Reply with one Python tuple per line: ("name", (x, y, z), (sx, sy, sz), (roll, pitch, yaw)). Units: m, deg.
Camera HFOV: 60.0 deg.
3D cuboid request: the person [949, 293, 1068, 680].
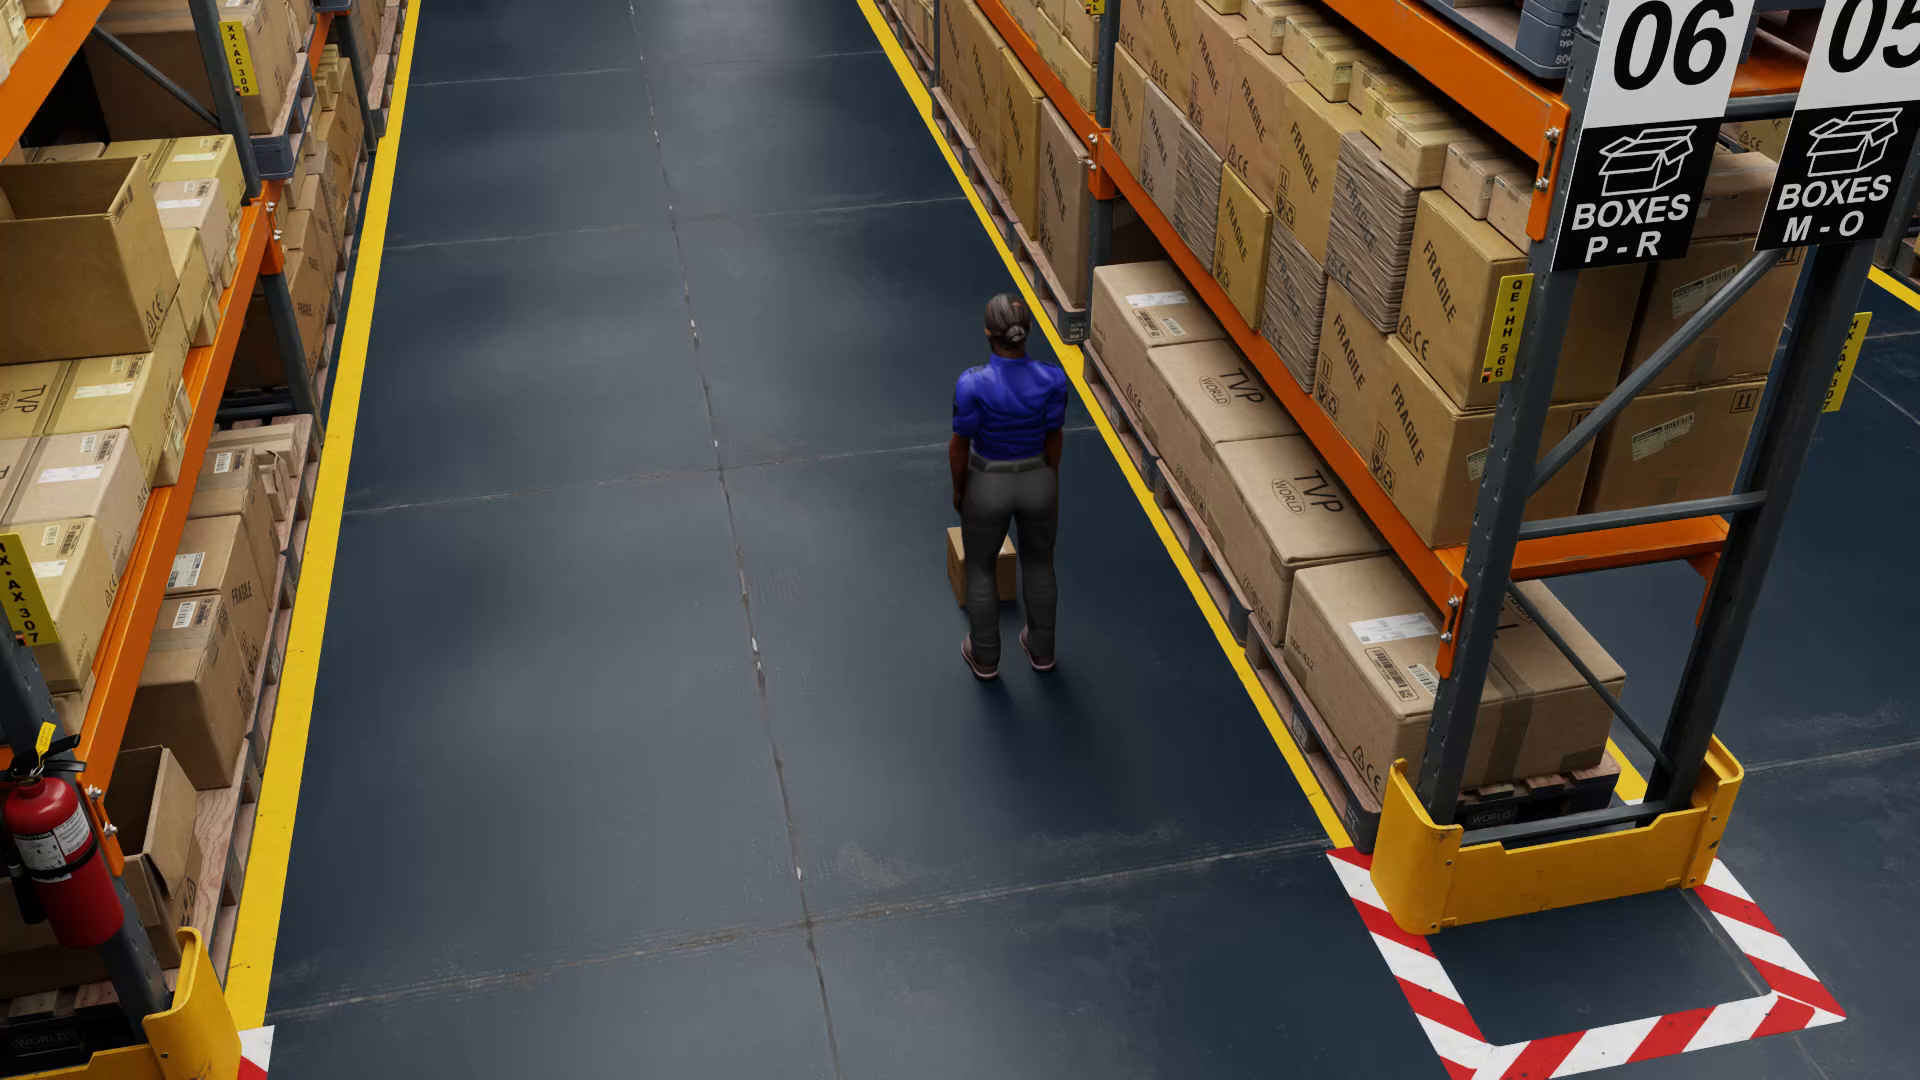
("person", (0.176, -0.188, 6.435), (0.440, 1.649, 0.306), (-6, 35, -8))
